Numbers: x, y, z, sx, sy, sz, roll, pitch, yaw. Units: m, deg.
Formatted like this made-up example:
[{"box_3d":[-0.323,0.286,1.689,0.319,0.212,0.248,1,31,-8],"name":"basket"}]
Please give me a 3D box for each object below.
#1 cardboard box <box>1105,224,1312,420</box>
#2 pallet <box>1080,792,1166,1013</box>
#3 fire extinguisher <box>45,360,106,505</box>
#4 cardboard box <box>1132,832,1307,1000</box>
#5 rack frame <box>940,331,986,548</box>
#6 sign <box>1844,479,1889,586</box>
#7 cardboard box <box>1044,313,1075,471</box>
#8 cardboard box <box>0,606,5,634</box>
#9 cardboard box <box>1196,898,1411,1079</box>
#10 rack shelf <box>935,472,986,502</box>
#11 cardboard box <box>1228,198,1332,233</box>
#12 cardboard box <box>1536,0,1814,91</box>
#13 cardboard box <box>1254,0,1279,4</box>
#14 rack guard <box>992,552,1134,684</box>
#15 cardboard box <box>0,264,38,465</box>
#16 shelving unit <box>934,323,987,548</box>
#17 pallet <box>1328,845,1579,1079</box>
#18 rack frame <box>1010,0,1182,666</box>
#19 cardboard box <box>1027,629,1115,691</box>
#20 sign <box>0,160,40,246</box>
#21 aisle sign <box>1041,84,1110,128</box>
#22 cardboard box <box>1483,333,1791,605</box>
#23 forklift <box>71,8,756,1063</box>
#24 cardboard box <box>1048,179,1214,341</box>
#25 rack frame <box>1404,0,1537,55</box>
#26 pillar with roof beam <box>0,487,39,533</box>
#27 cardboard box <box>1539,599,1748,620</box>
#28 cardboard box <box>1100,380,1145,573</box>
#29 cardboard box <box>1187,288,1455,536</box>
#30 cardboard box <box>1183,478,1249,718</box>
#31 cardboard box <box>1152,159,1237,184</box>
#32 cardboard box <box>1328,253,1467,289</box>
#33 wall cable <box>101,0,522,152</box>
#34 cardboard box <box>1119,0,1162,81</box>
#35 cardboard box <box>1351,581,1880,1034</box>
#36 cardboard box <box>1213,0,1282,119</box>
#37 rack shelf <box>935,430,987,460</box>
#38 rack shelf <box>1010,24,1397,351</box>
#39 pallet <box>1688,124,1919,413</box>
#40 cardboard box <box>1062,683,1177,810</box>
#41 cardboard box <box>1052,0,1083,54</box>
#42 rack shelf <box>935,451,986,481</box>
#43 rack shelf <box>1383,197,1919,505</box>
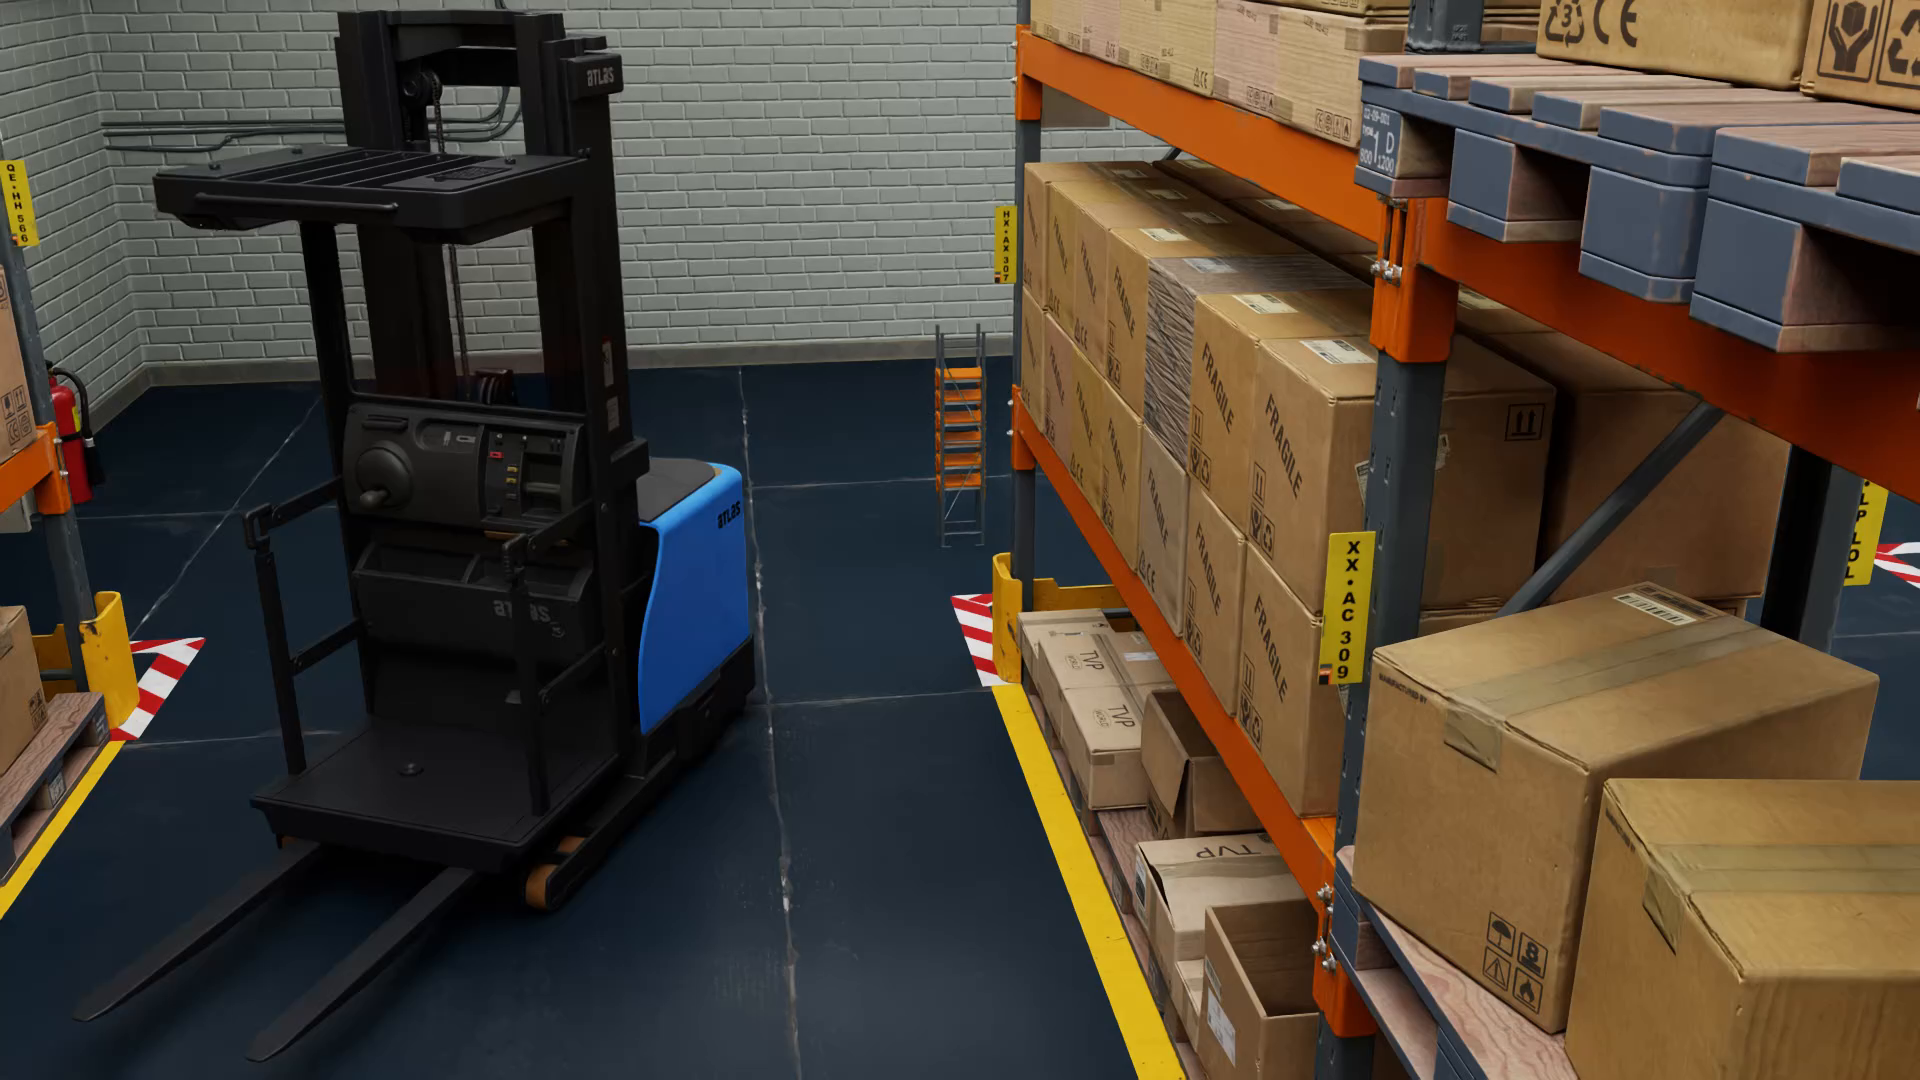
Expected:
[{"box_3d":[0.761,-0.689,5.203,0.500,0.500,0.500,-3,21,-8],"name":"cardboard box"},{"box_3d":[1.034,1.159,5.811,1.003,0.211,1.213,-3,21,-8],"name":"pallet"},{"box_3d":[-3.732,-0.485,6.870,0.296,0.674,0.183,-3,21,-8],"name":"fire extinguisher"},{"box_3d":[0.840,1.125,5.132,0.500,0.311,0.500,-3,21,-8],"name":"cardboard box"},{"box_3d":[0.015,-0.525,8.908,0.240,1.200,0.006,-3,21,-8],"name":"rack frame"},{"box_3d":[1.859,-0.058,3.429,0.100,0.325,0.005,-3,21,-8],"name":"sign"},{"box_3d":[0.617,-0.573,6.319,0.500,0.500,0.500,-3,21,-8],"name":"cardboard box"},{"box_3d":[-3.769,0.323,6.109,0.380,0.149,0.250,-3,21,-8],"name":"cardboard box"},{"box_3d":[0.948,1.296,4.404,0.500,0.500,0.500,-3,21,-8],"name":"cardboard box"},{"box_3d":[0.002,-0.291,9.092,0.258,0.103,0.180,-3,21,-8],"name":"rack shelf"},{"box_3d":[1.223,-0.892,5.745,0.500,0.500,0.500,-2,21,-6],"name":"cardboard box"},{"box_3d":[1.310,-1.004,2.443,0.600,0.600,0.600,-5,21,-13],"name":"cardboard box"},{"box_3d":[0.903,-1.383,3.845,0.500,0.250,0.500,-3,21,-8],"name":"cardboard box"},{"box_3d":[0.745,0.326,7.628,1.175,0.500,0.348,-3,21,-8],"name":"rack guard"},{"box_3d":[-4.084,-0.584,6.065,0.980,0.700,0.700,-2,21,-5],"name":"cardboard box"},{"box_3d":[0.002,-0.557,8.993,0.258,1.200,0.189,-3,21,-8],"name":"shelving unit"},{"box_3d":[1.318,0.886,2.831,1.003,0.211,1.213,-3,21,-8],"name":"pallet"},{"box_3d":[0.734,-0.871,7.261,1.000,3.000,0.127,-3,21,-8],"name":"rack frame"},{"box_3d":[0.490,0.499,7.014,0.380,0.166,0.250,-3,21,-8],"name":"cardboard box"},{"box_3d":[-3.628,-1.296,6.405,0.100,0.325,0.005,-3,21,-8],"name":"sign"},{"box_3d":[0.434,-2.098,6.830,0.394,0.787,0.004,-3,21,-8],"name":"aisle sign"},{"box_3d":[1.521,-0.179,3.836,0.500,0.500,0.500,-2,21,-6],"name":"cardboard box"},{"box_3d":[-1.825,-0.242,5.674,1.130,2.935,3.031,6,21,16],"name":"forklift"},{"box_3d":[0.620,-1.039,6.138,0.500,0.500,0.500,-3,21,-7],"name":"cardboard box"},{"box_3d":[1.311,-2.297,2.504,1.000,3.000,0.127,-3,21,-8],"name":"rack frame"},{"box_3d":[-1.152,-4.539,8.507,9.100,9.000,0.400,-3,21,-8],"name":"pillar with roof beam"},{"box_3d":[1.507,0.277,4.045,0.500,0.500,0.500,-2,21,-6],"name":"cardboard box"},{"box_3d":[0.757,-0.226,5.390,0.500,0.500,0.500,-3,21,-7],"name":"cardboard box"},{"box_3d":[0.905,-0.341,4.269,0.500,0.500,0.500,-3,21,-9],"name":"cardboard box"},{"box_3d":[0.909,0.128,4.442,0.500,0.500,0.500,-2,21,-6],"name":"cardboard box"},{"box_3d":[1.070,-1.246,6.693,0.500,0.500,0.500,-3,21,-8],"name":"cardboard box"},{"box_3d":[1.373,-0.535,4.790,0.500,0.500,0.500,-4,21,-9],"name":"cardboard box"},{"box_3d":[-4.629,-3.952,11.374,3.097,2.526,0.112,-3,21,-8],"name":"wall cable"},{"box_3d":[0.768,-1.496,4.861,0.500,0.250,0.500,-3,21,-8],"name":"cardboard box"},{"box_3d":[1.158,0.446,2.993,0.700,0.500,0.500,-10,23,-26],"name":"cardboard box"},{"box_3d":[0.916,-1.150,3.934,0.500,0.250,0.500,-3,21,-8],"name":"cardboard box"},{"box_3d":[0.002,-0.515,9.008,0.258,0.103,0.180,-3,21,-8],"name":"rack shelf"},{"box_3d":[1.022,-1.247,5.008,1.077,0.370,4.000,-3,21,-8],"name":"rack shelf"},{"box_3d":[1.488,-0.215,1.486,1.213,0.211,1.003,-3,21,-8],"name":"pallet"},{"box_3d":[0.676,0.760,6.196,0.500,0.250,0.500,-3,21,-8],"name":"cardboard box"},{"box_3d":[0.616,-1.842,5.787,0.500,0.250,0.500,-3,21,-8],"name":"cardboard box"},{"box_3d":[0.002,-0.403,9.050,0.258,0.103,0.180,-3,21,-8],"name":"rack shelf"},{"box_3d":[1.599,0.138,1.300,1.077,0.370,4.000,-3,21,-8],"name":"rack shelf"}]
